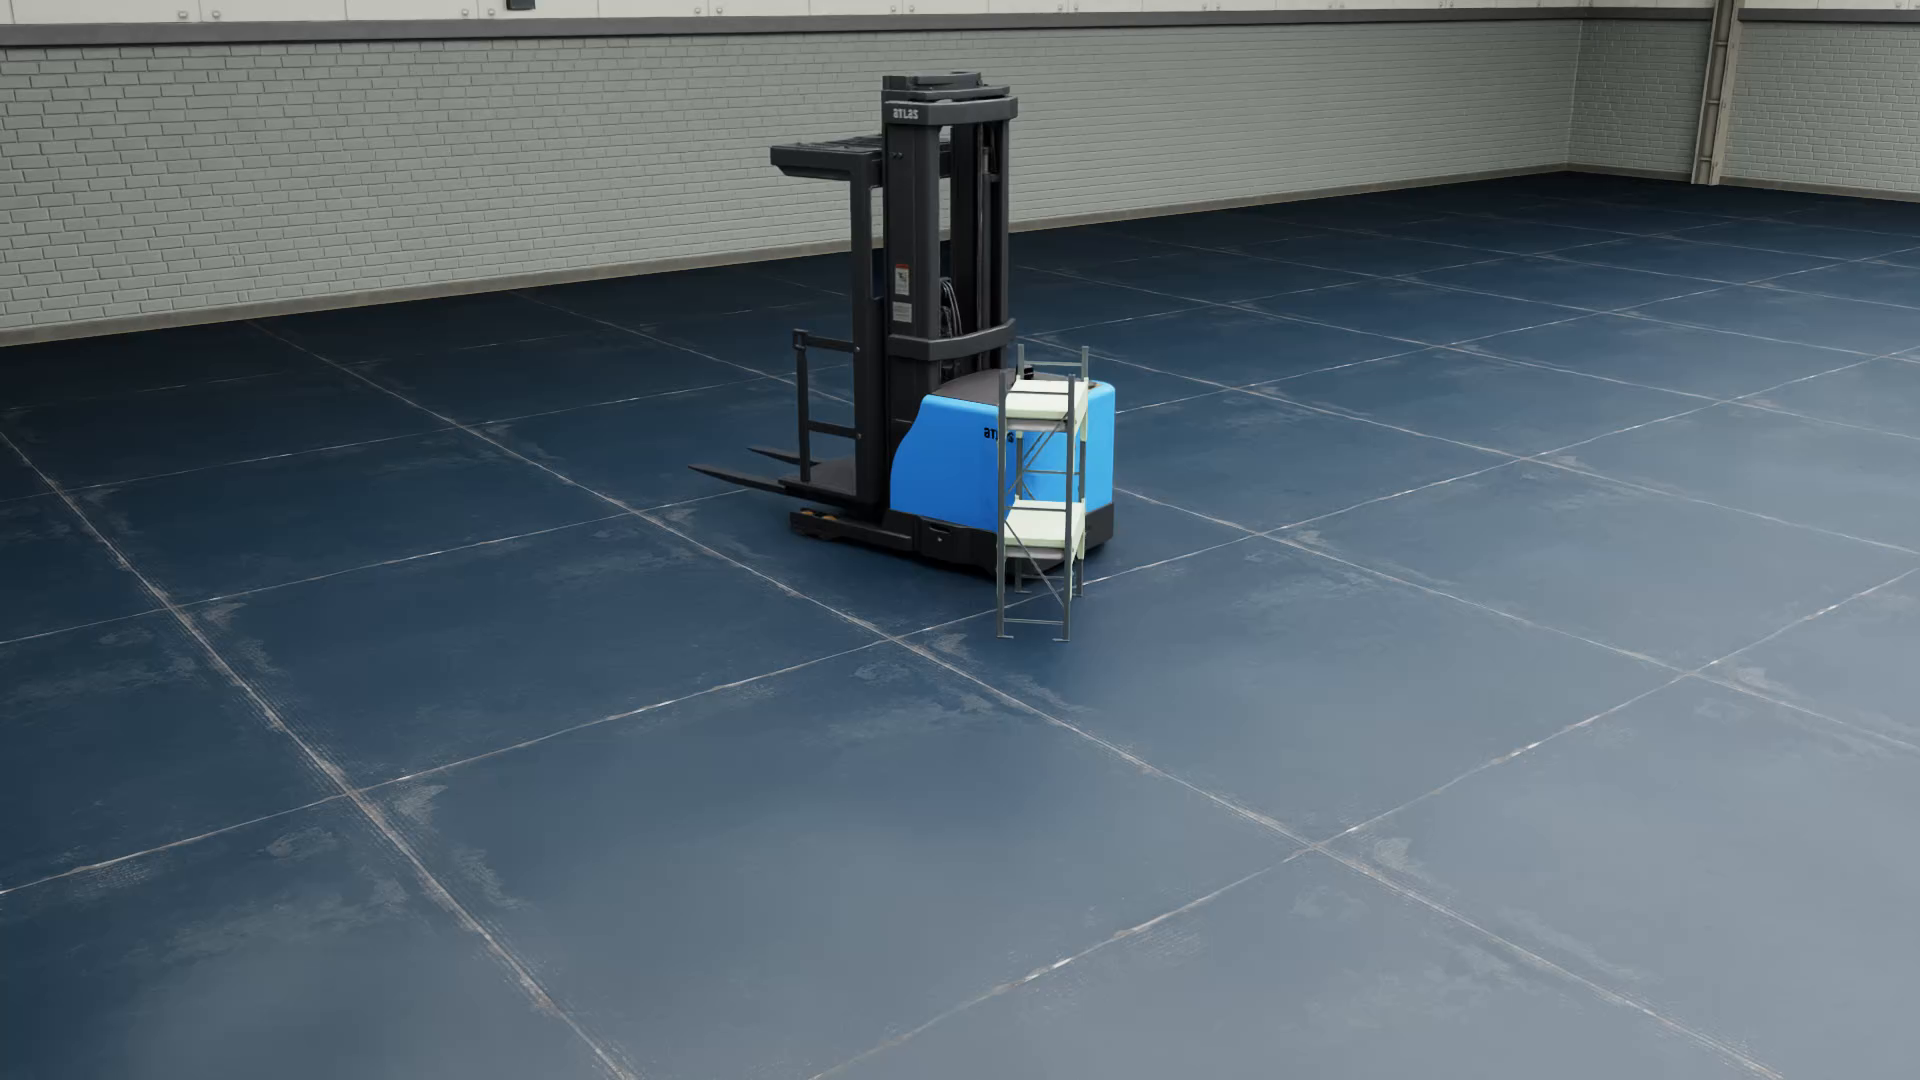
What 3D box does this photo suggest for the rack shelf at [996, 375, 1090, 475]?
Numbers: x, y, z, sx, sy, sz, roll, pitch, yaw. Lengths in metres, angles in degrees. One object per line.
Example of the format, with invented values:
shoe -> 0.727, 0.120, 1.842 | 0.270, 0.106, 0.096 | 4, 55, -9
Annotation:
rack shelf -> 0.466, -0.646, 9.187 | 0.431, 0.370, 0.720 | 3, 19, 9

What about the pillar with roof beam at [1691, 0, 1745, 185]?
pillar with roof beam -> 10.401, -10.016, 26.795 | 9.100, 9.000, 0.400 | -14, 23, -36

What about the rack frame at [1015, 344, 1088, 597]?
rack frame -> 0.527, -0.389, 9.652 | 0.400, 1.500, 0.023 | 3, 19, 9

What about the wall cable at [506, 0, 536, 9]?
wall cable -> -4.258, -9.156, 18.787 | 2.305, 6.003, 0.169 | -14, 23, -36

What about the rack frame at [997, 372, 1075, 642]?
rack frame -> 0.405, -0.162, 8.967 | 0.400, 1.500, 0.023 | 3, 19, 9

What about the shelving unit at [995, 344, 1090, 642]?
shelving unit -> 0.466, -0.276, 9.309 | 0.431, 1.500, 0.755 | 3, 19, 9

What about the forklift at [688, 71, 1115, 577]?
forklift -> -0.504, -1.506, 10.749 | 3.031, 2.935, 1.130 | 13, 22, 34

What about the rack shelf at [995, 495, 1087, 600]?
rack shelf -> 0.466, 0.034, 9.412 | 0.431, 0.370, 0.720 | 3, 19, 9
